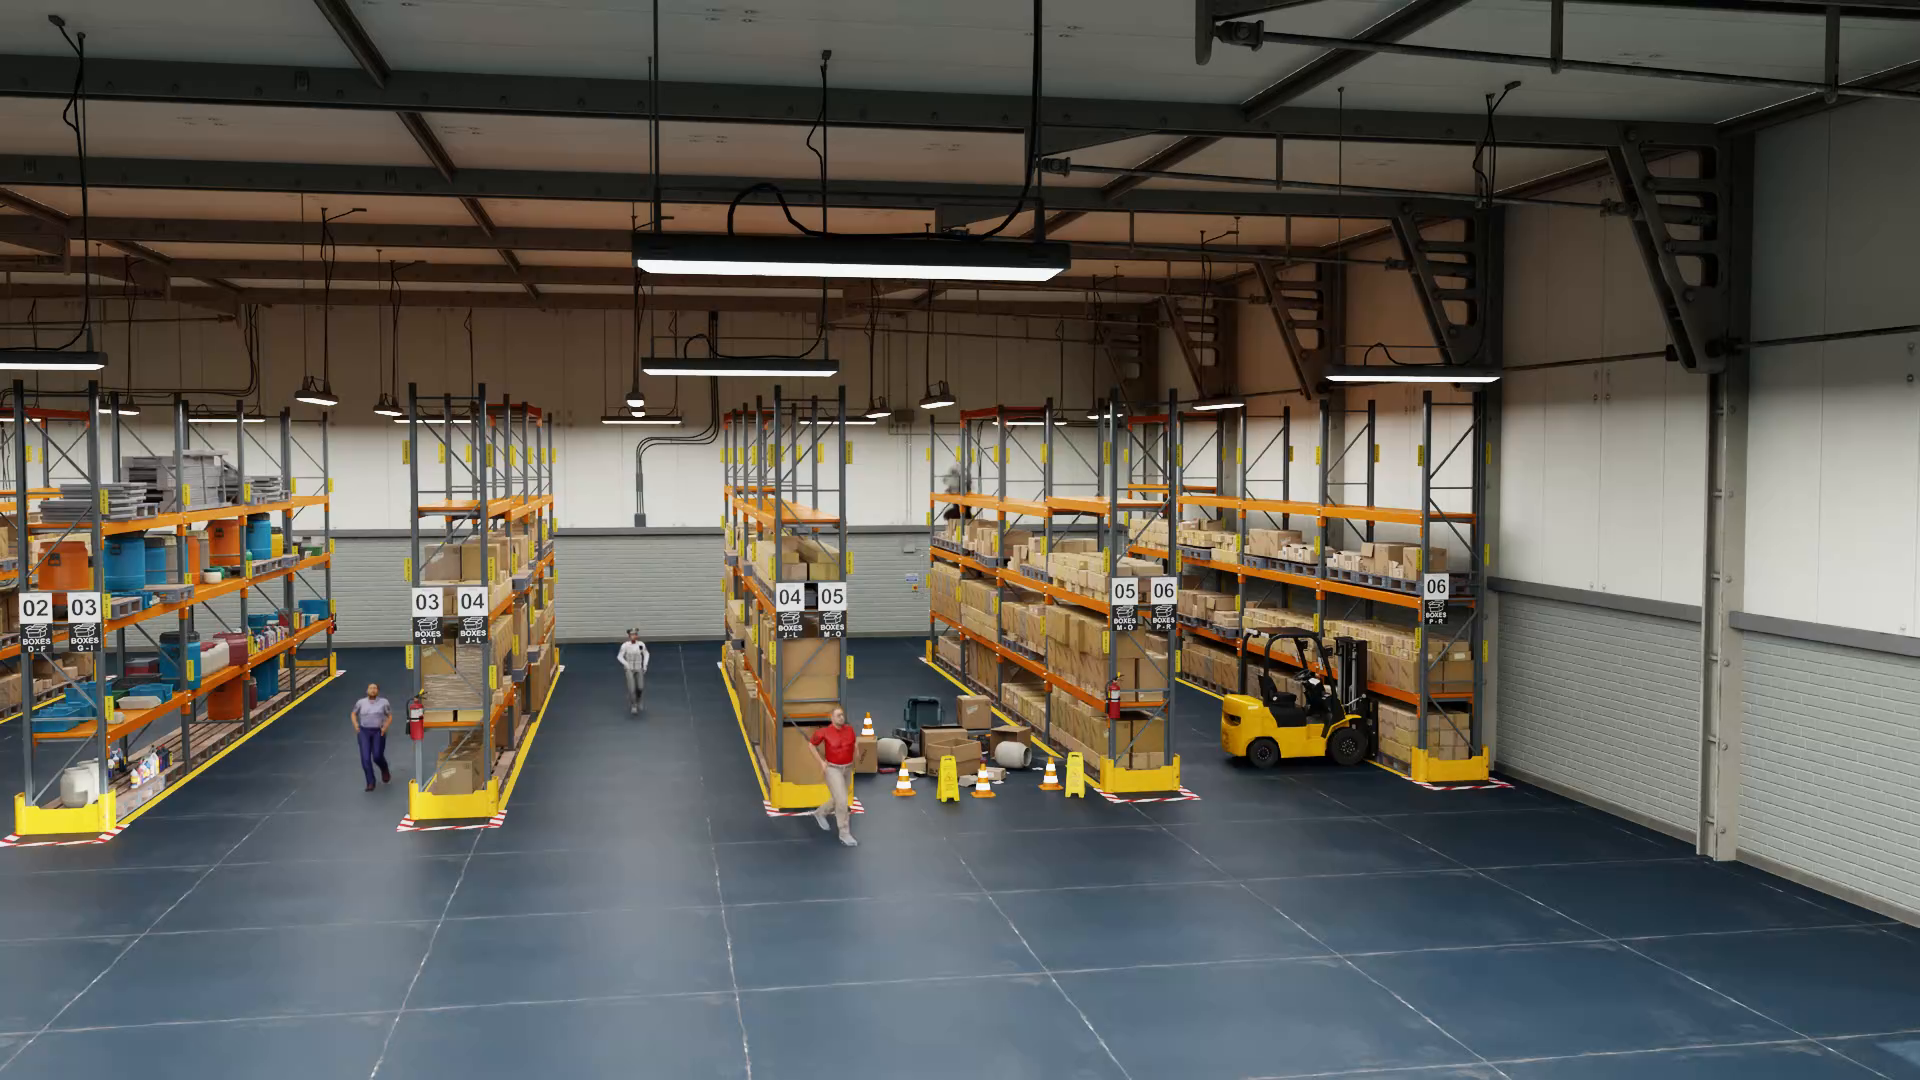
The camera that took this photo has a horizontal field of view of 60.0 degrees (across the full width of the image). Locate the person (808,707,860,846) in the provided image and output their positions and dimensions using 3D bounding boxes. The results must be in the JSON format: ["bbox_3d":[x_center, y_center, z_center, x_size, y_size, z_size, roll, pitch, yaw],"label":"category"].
[{"bbox_3d":[-1.599,3.044,21.689,0.655,1.748,0.902,-3,4,-45],"label":"person"}]

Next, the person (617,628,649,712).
[{"bbox_3d":[-6.343,2.531,32.355,0.627,1.663,0.527,-1,3,-17],"label":"person"}]

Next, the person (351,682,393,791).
[{"bbox_3d":[-8.851,2.946,24.977,0.603,1.584,0.565,-1,3,-14],"label":"person"}]
